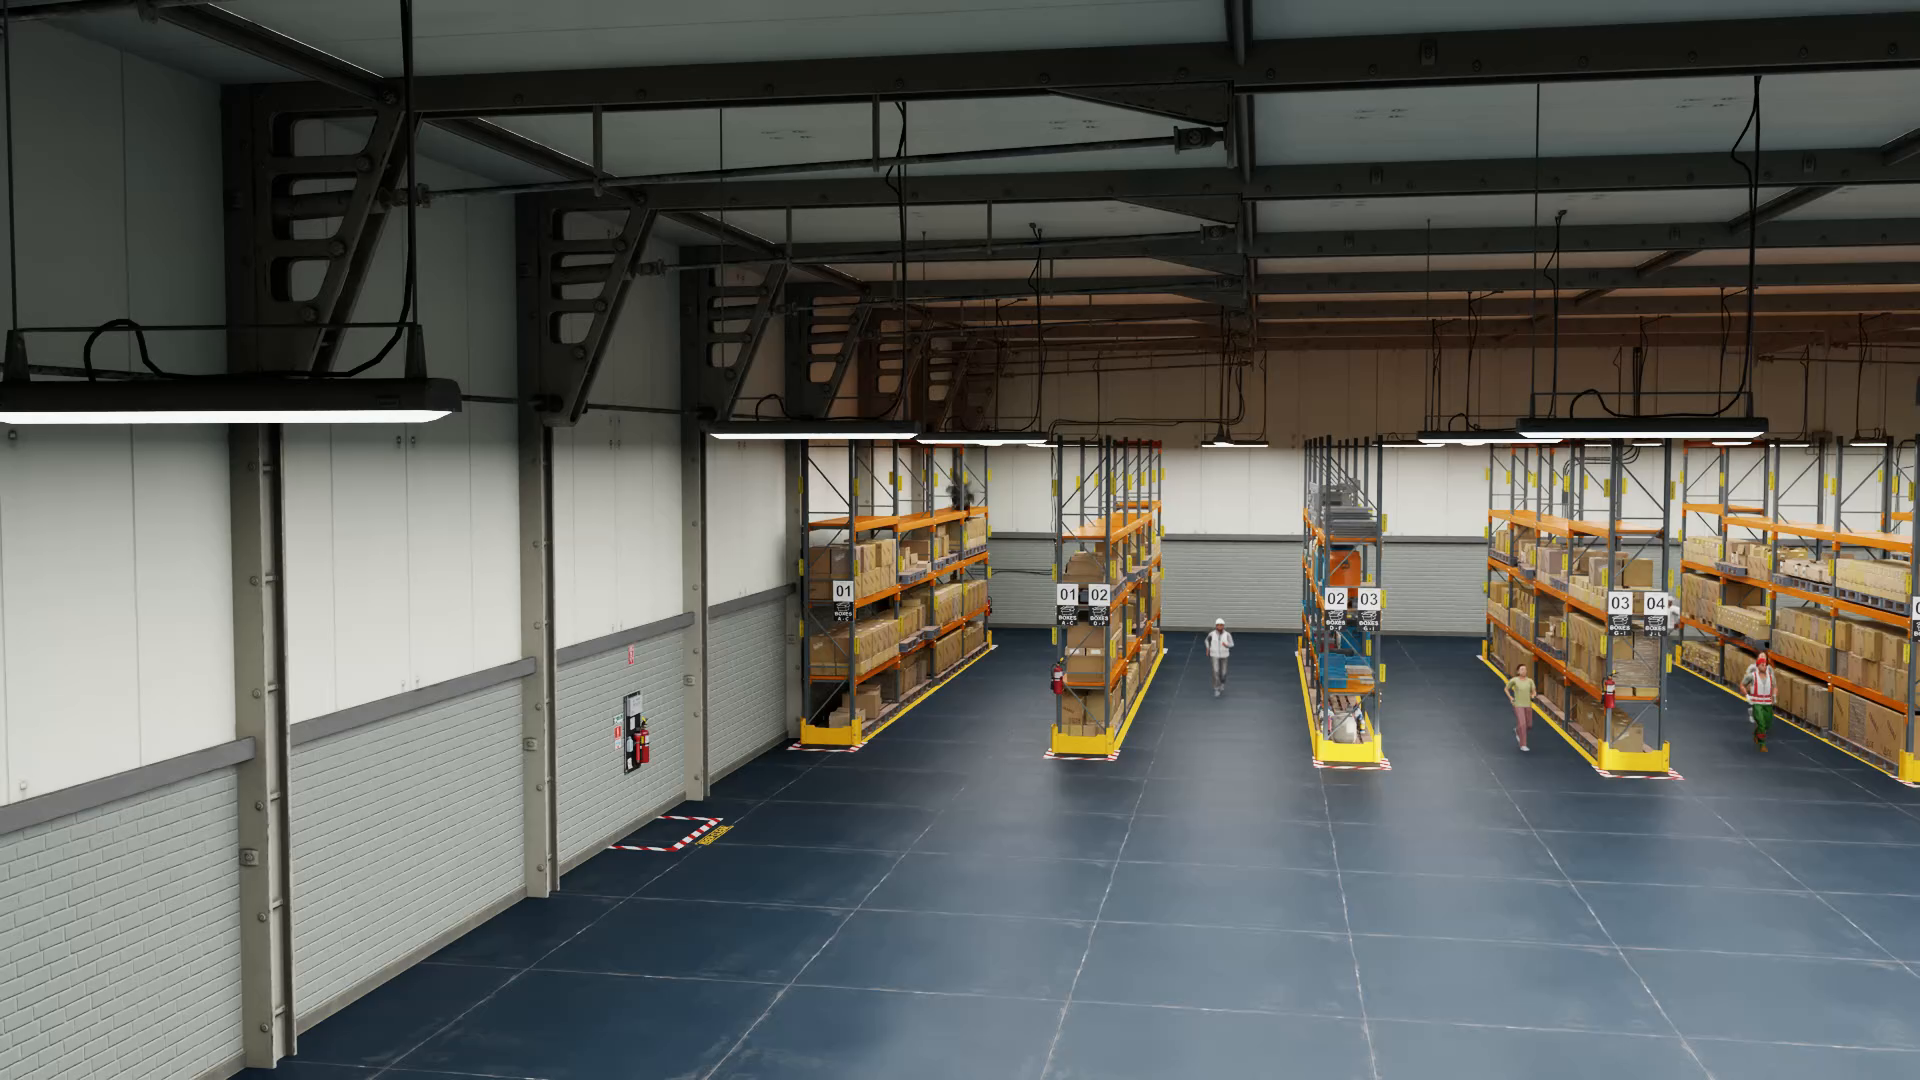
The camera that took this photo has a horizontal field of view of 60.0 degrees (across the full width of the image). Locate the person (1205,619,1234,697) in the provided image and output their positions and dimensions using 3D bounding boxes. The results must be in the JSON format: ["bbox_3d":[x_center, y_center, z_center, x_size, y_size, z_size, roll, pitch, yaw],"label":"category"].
[{"bbox_3d":[6.049,2.716,38.750,0.652,1.767,0.960,0,3,5],"label":"person"}]

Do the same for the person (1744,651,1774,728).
[{"bbox_3d":[16.343,3.078,33.980,0.580,1.611,0.597,0,3,1],"label":"person"}]

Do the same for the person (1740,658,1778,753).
[{"bbox_3d":[15.252,3.095,31.701,0.672,1.700,0.711,0,3,2],"label":"person"}]

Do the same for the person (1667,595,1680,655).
[{"bbox_3d":[19.357,2.409,45.483,0.727,1.794,0.761,0,3,-7],"label":"person"}]

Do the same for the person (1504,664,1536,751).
[{"bbox_3d":[10.741,3.181,31.820,0.589,1.633,0.789,0,3,-1],"label":"person"}]
